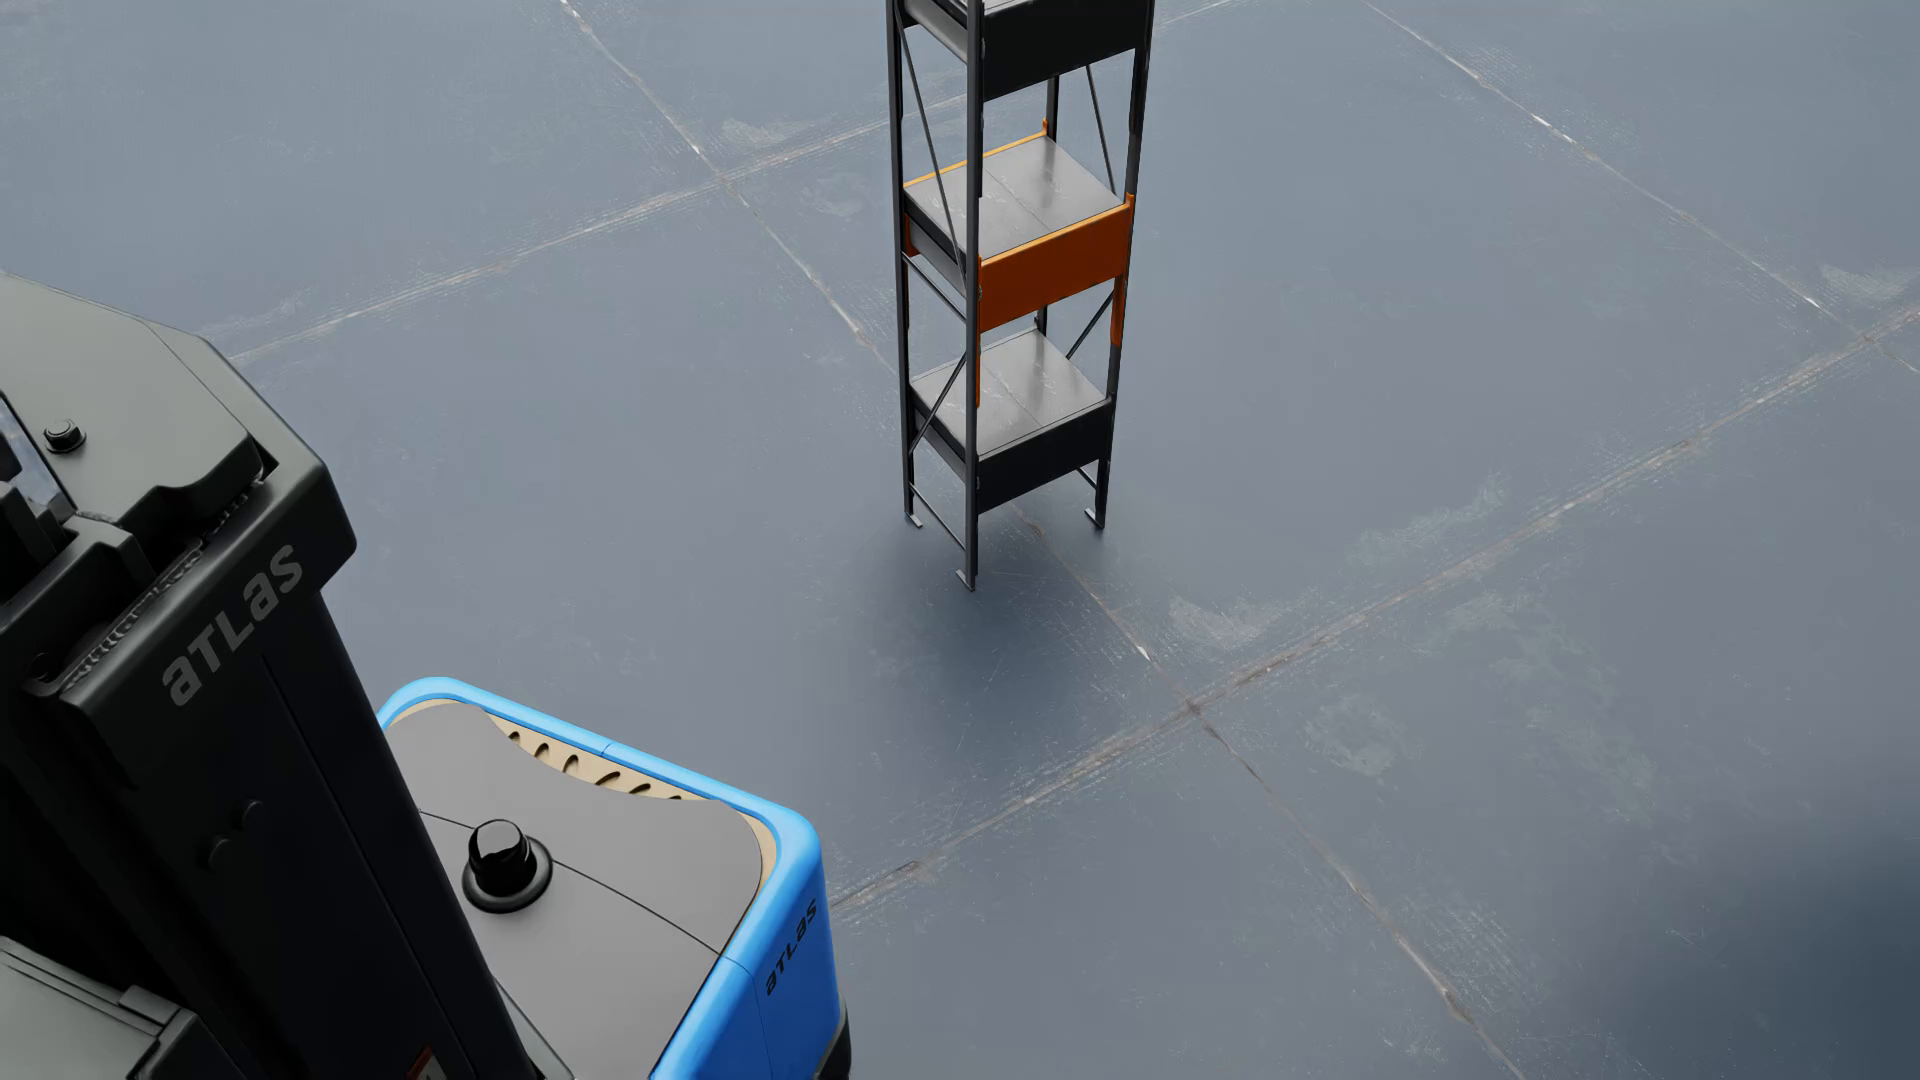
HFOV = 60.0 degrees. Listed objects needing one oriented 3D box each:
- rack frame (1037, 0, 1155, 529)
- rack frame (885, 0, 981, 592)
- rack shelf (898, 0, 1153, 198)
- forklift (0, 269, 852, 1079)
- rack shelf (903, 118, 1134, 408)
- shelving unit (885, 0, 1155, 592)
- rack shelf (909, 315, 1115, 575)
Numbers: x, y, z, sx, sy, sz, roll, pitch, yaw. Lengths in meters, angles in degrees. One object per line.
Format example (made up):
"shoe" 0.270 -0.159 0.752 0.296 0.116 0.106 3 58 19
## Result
"rack frame" 0.346 -0.861 4.611 0.015 2.100 0.400 -25 53 -21
"rack frame" -0.066 -0.667 4.438 0.015 2.100 0.400 -25 53 -21
"rack shelf" 0.140 -1.221 4.012 0.480 0.518 0.431 -25 53 -21
"forklift" -1.320 1.166 2.249 1.130 2.935 3.031 18 51 16
"rack shelf" 0.140 -0.755 4.535 0.480 0.518 0.431 -25 53 -21
"shelving unit" 0.140 -0.764 4.525 0.503 2.100 0.431 -25 53 -21
"rack shelf" 0.140 -0.290 5.058 0.480 0.518 0.431 -25 53 -21
